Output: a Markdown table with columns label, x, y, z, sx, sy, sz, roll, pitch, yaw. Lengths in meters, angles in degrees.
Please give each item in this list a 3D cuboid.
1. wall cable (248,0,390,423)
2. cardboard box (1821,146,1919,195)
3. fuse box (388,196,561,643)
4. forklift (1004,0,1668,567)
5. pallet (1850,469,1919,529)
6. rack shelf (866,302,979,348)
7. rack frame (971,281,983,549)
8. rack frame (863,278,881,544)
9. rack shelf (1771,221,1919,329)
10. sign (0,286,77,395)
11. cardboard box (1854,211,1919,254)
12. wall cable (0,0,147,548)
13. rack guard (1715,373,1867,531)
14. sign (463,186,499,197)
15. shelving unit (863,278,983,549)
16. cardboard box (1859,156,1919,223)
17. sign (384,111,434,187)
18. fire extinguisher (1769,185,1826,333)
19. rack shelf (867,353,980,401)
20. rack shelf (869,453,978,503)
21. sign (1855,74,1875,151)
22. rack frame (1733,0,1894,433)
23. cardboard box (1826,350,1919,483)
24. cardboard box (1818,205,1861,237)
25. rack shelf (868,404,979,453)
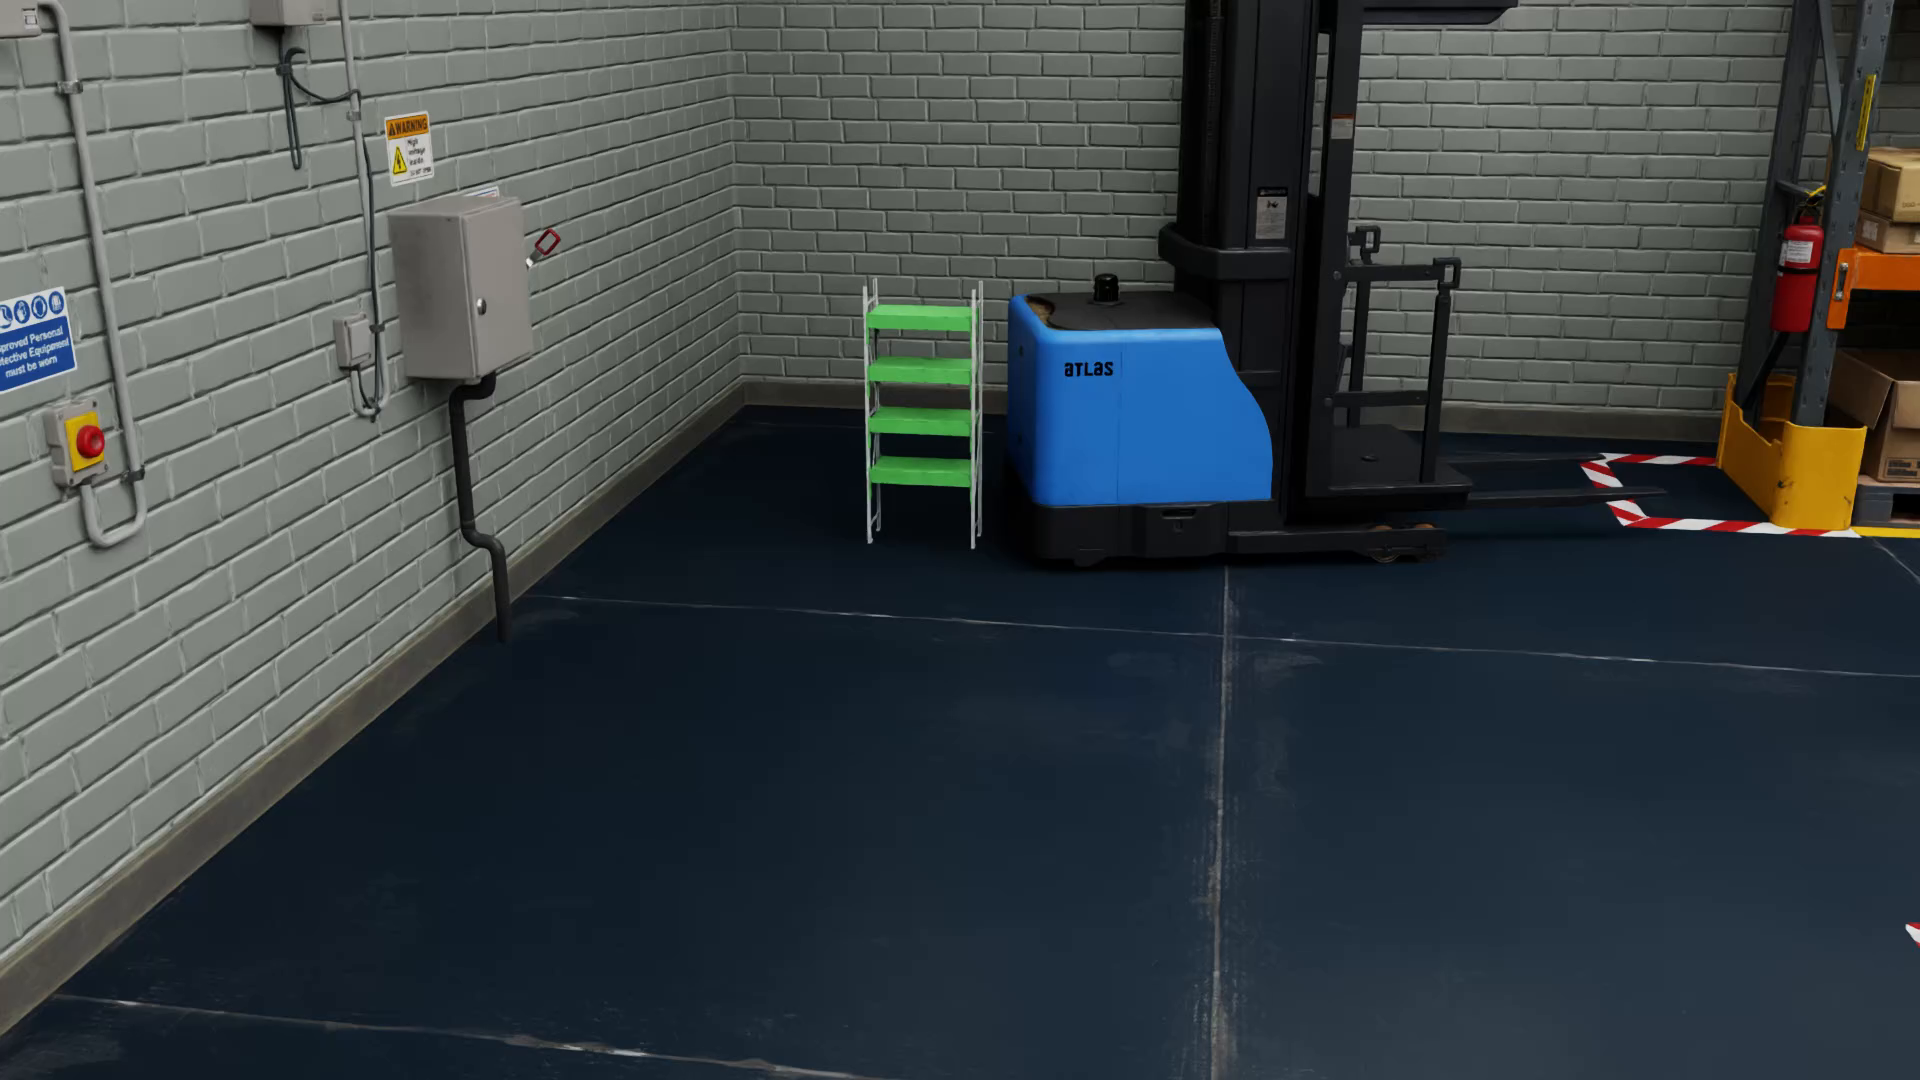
| label | x | y | z | sx | sy | sz | roll | pitch | yaw |
| --- | --- | --- | --- | --- | --- | --- | --- | --- | --- |
| wall cable | -2.036 | -1.306 | 5.379 | 0.122 | 1.984 | 0.588 | 3 | 19 | 9 |
| cardboard box | 4.601 | -1.788 | 8.188 | 0.500 | 0.250 | 0.500 | 3 | 19 | 10 |
| fuse box | -1.772 | -0.419 | 6.360 | 0.414 | 1.711 | 0.539 | 3 | 19 | 9 |
| forklift | 1.769 | -1.453 | 7.525 | 3.031 | 2.935 | 1.130 | -2 | 19 | -6 |
| pallet | 4.967 | -0.292 | 8.344 | 1.213 | 0.211 | 1.003 | 3 | 19 | 9 |
| rack shelf | -0.163 | -0.972 | 7.506 | 0.480 | 0.148 | 0.258 | 3 | 19 | 9 |
| rack frame | 0.077 | -0.565 | 7.601 | 0.015 | 1.200 | 0.240 | 3 | 19 | 9 |
| rack frame | -0.404 | -0.590 | 7.674 | 0.015 | 1.200 | 0.240 | 3 | 19 | 9 |
| rack shelf | 6.080 | -1.217 | 7.845 | 4.000 | 0.370 | 1.077 | 3 | 19 | 9 |
| sign | -2.318 | -0.496 | 4.131 | 0.001 | 0.218 | 0.327 | 3 | 19 | 9 |
| cardboard box | 4.386 | -1.437 | 7.766 | 0.250 | 0.149 | 0.380 | 3 | 19 | 8 |
| wall cable | -2.250 | -0.876 | 4.044 | 0.123 | 1.953 | 0.585 | 3 | 19 | 9 |
| rack guard | 4.180 | -0.469 | 8.417 | 0.348 | 0.500 | 1.175 | 3 | 19 | 9 |
| sign | -1.899 | -1.150 | 6.664 | 0.001 | 0.494 | 0.329 | 3 | 19 | 9 |
| shelving unit | -0.163 | -0.577 | 7.638 | 0.503 | 1.200 | 0.258 | 3 | 19 | 9 |
| cardboard box | 4.510 | -1.621 | 7.688 | 0.500 | 0.250 | 0.500 | 3 | 19 | 9 |
| sign | -1.986 | -1.415 | 6.004 | 0.001 | 0.242 | 0.339 | 3 | 19 | 9 |
| fire extinguisher | 3.886 | -1.307 | 7.693 | 0.183 | 0.674 | 0.296 | 3 | 19 | 9 |
| rack shelf | -0.163 | -0.744 | 7.582 | 0.480 | 0.148 | 0.258 | 3 | 19 | 9 |
| rack shelf | -0.163 | -0.289 | 7.734 | 0.480 | 0.148 | 0.258 | 3 | 19 | 9 |
| sign | 4.019 | -1.899 | 7.387 | 0.005 | 0.325 | 0.100 | 3 | 19 | 9 |
| rack frame | 4.105 | -1.658 | 8.032 | 0.127 | 3.000 | 1.000 | 3 | 19 | 9 |
| cardboard box | 4.694 | -0.613 | 8.181 | 0.637 | 0.503 | 0.797 | 2 | 19 | 6 |
| cardboard box | 4.475 | -1.607 | 8.273 | 0.250 | 0.149 | 0.380 | 3 | 19 | 8 |
| rack shelf | -0.163 | -0.517 | 7.658 | 0.480 | 0.148 | 0.258 | 3 | 19 | 9 |
